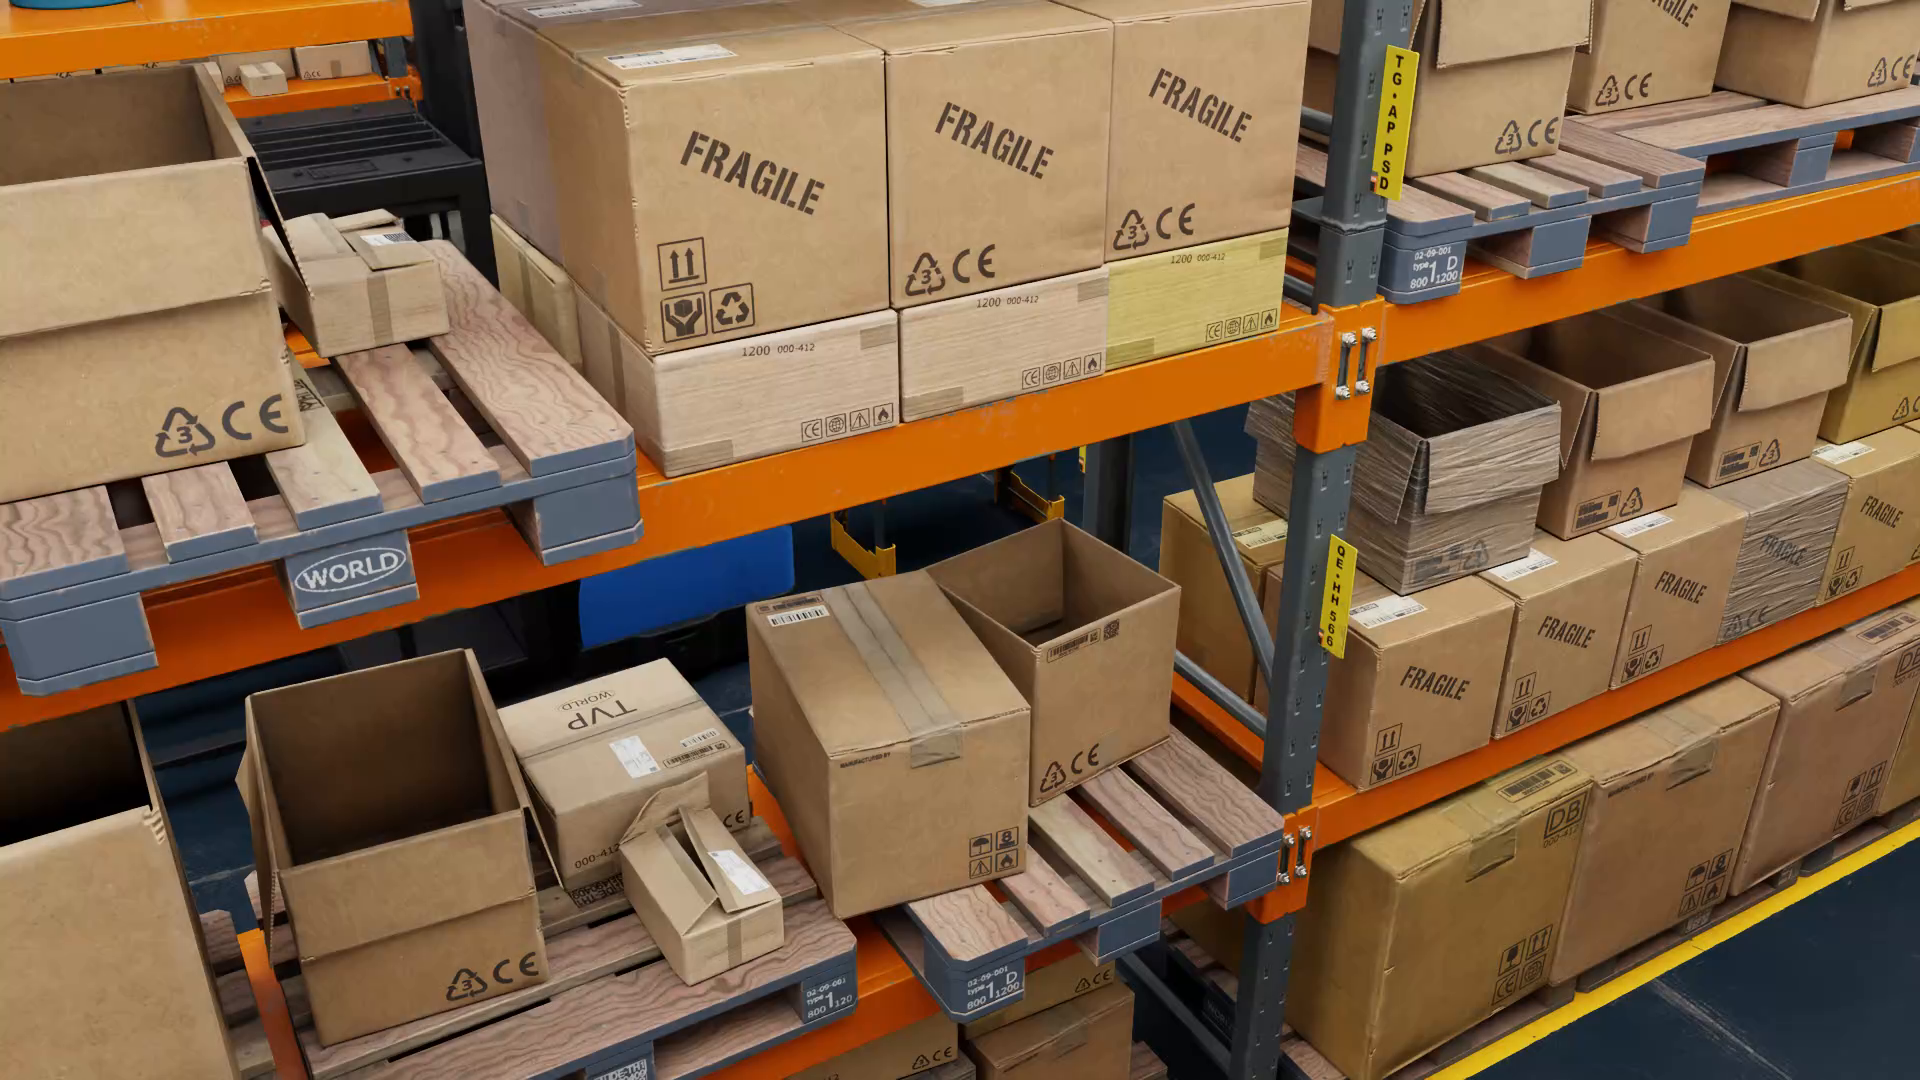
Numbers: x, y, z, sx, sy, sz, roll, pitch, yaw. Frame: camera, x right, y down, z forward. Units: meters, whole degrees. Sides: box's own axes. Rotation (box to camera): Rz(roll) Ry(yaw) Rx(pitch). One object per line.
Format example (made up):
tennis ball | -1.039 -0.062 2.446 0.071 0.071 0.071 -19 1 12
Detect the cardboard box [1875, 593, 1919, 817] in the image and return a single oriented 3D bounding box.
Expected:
cardboard box | 3.589 0.327 6.817 0.875 0.875 1.225 -16 33 -26

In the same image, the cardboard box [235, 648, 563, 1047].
cardboard box | -1.319 0.682 3.868 0.637 0.503 0.797 -12 31 -21

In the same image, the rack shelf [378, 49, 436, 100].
rack shelf | -2.609 -3.908 13.471 4.000 0.370 1.077 -16 33 -26

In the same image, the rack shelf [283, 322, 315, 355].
rack shelf | -3.552 -0.864 7.956 4.000 0.370 1.077 -16 33 -26

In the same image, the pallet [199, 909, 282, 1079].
pallet | -2.034 1.331 3.432 1.213 0.211 1.003 -16 33 -26

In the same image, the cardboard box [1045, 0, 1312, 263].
cardboard box | 0.397 -0.960 3.660 0.500 0.500 0.500 -15 32 -25

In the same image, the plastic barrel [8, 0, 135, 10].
plastic barrel | -3.820 -2.757 7.018 0.708 0.901 0.600 -16 33 -26

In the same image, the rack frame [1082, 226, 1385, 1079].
rack frame | 0.682 0.395 4.930 0.127 3.000 1.000 -16 33 -26

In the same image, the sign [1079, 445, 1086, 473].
sign | 0.398 -0.343 5.068 0.005 0.325 0.100 -16 33 -26

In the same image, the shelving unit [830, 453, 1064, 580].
shelving unit | -0.066 -0.638 8.354 1.083 1.500 0.587 -16 33 -26

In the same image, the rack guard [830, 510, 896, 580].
rack guard | -0.495 0.031 8.435 0.087 0.250 0.587 -16 33 -26

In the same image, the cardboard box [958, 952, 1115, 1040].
cardboard box | 0.119 1.145 4.927 0.500 0.250 0.500 -14 32 -24

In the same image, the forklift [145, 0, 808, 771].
forklift | -2.246 -0.653 6.899 3.031 2.935 1.130 -16 33 -26

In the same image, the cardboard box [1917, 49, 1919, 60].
cardboard box | 3.139 -1.811 5.481 0.500 0.311 0.500 -17 33 -28

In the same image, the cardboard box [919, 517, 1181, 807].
cardboard box | 0.236 0.316 4.535 0.500 0.500 0.500 -20 35 -32

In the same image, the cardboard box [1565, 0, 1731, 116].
cardboard box | 1.871 -1.573 4.854 0.500 0.500 0.500 -14 32 -24

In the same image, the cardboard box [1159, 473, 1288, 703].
cardboard box | 0.982 0.127 5.312 0.500 0.500 0.500 -15 32 -25

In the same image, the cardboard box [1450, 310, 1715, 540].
cardboard box | 1.884 -0.419 5.263 0.637 0.503 0.797 -15 32 -25

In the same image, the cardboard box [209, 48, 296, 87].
cardboard box | -5.203 -3.556 12.181 0.500 0.311 0.500 -16 33 -27

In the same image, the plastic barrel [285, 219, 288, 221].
plastic barrel | -2.969 -1.274 7.838 0.421 0.512 0.421 0 29 0

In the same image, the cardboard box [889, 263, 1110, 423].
cardboard box | -0.025 -0.507 3.615 0.500 0.250 0.500 -16 33 -27

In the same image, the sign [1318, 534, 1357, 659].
sign | 0.965 0.146 4.264 0.005 0.325 0.100 -16 33 -26

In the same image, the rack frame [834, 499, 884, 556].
rack frame | -0.512 -0.511 8.124 0.032 1.500 0.500 -16 33 -26

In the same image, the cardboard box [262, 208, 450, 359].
cardboard box | -1.201 -0.522 3.293 0.250 0.166 0.380 -17 33 -28

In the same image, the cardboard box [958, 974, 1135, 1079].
cardboard box | 0.114 1.469 5.116 0.500 0.500 0.700 -18 33 -29

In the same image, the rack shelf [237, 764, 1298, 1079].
rack shelf | -1.043 1.199 4.217 4.000 0.370 1.077 -16 33 -26

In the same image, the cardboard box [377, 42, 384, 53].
cardboard box | -6.146 -5.164 16.792 0.750 0.750 0.750 -16 33 -27

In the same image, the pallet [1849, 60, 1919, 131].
pallet | 3.365 -1.569 5.582 1.217 0.209 0.805 -17 33 -28

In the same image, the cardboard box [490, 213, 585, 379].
cardboard box | -0.734 -0.589 3.763 0.500 0.250 0.500 -15 32 -25

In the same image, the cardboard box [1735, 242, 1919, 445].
cardboard box | 2.986 -0.744 5.853 0.637 0.503 0.797 -15 32 -26

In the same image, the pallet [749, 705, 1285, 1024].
pallet | 0.121 0.698 4.580 1.003 0.211 1.213 -16 33 -26

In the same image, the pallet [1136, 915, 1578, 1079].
pallet | 1.400 1.454 5.897 1.213 0.211 1.003 -16 33 -26

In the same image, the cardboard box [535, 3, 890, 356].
cardboard box | -0.474 -0.715 3.216 0.500 0.500 0.500 -15 32 -25

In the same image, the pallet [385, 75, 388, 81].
pallet | -6.129 -4.736 17.114 1.213 0.211 1.003 -16 33 -26

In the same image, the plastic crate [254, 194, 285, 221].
plastic crate | -3.376 -1.428 8.168 0.583 0.464 0.402 -16 33 -26

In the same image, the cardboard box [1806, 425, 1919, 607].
cardboard box | 2.988 -0.151 5.815 0.500 0.500 0.500 -16 33 -27

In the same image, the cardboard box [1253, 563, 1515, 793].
cardboard box | 1.239 0.345 4.916 0.500 0.500 0.500 -15 32 -25

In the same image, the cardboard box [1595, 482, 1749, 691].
cardboard box | 2.122 0.091 5.377 0.500 0.500 0.500 -16 33 -27

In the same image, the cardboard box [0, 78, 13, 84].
cardboard box | -6.658 -3.108 11.173 0.500 0.500 0.500 -13 32 -23

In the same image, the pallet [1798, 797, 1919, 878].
pallet | 3.503 0.857 6.979 1.213 0.211 1.003 -16 33 -26

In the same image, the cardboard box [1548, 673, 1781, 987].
cardboard box | 2.060 0.766 6.022 0.875 0.875 1.225 -16 33 -26

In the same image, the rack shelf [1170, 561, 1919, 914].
rack shelf | 2.406 0.220 5.991 4.000 0.370 1.077 -16 33 -26

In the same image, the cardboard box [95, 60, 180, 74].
cardboard box | -5.772 -3.359 11.629 0.500 0.500 0.500 -18 34 -29

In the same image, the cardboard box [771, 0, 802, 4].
cardboard box | -0.293 -1.051 3.824 0.500 0.500 0.500 -16 33 -26

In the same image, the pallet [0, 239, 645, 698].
pallet | -1.288 -0.219 3.132 1.003 0.211 1.213 -16 33 -26

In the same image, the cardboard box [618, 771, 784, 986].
cardboard box | -0.619 0.790 3.918 0.258 0.266 0.396 -17 33 -28
